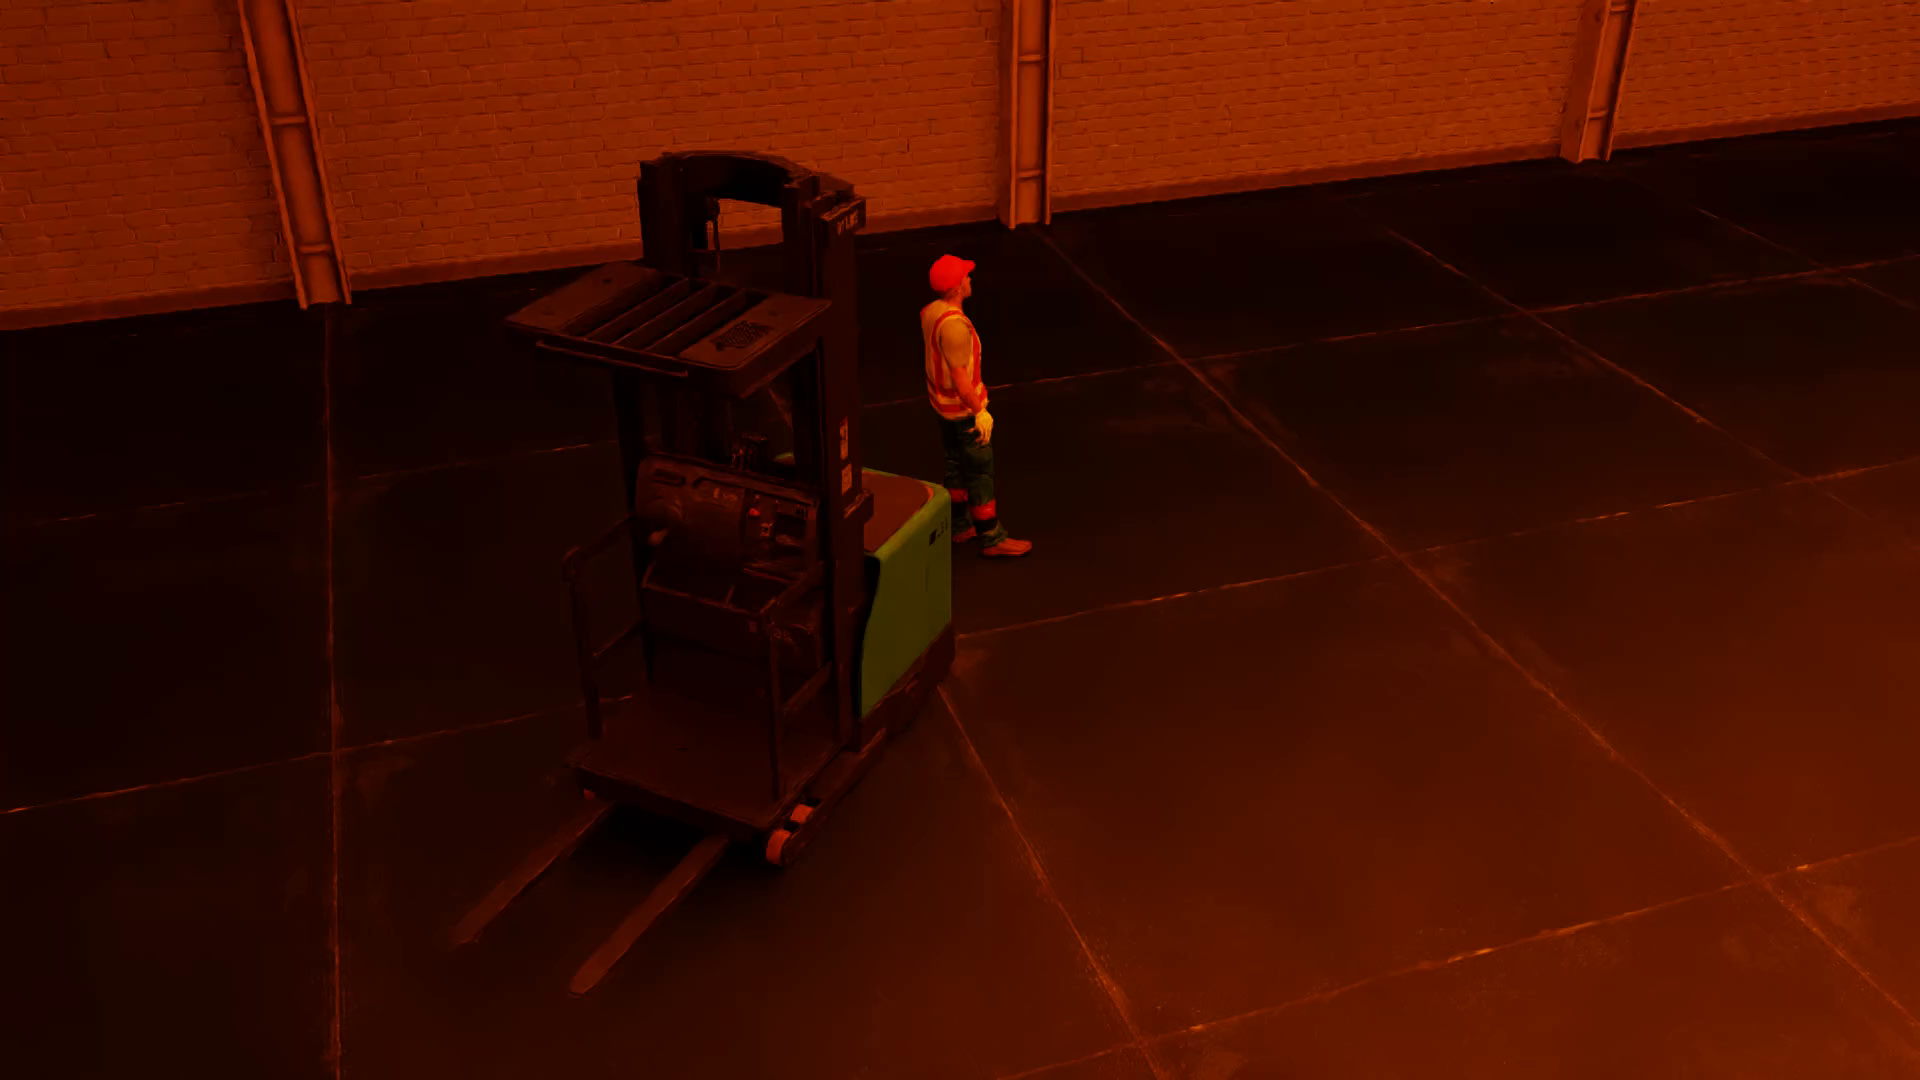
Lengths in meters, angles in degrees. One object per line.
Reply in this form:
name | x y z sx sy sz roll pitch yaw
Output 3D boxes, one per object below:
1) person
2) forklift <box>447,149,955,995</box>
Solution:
person | 0.080 -0.789 9.589 0.563 1.787 0.637 -10 31 -16
forklift | -1.126 -0.054 7.181 1.130 2.935 3.031 14 33 22
